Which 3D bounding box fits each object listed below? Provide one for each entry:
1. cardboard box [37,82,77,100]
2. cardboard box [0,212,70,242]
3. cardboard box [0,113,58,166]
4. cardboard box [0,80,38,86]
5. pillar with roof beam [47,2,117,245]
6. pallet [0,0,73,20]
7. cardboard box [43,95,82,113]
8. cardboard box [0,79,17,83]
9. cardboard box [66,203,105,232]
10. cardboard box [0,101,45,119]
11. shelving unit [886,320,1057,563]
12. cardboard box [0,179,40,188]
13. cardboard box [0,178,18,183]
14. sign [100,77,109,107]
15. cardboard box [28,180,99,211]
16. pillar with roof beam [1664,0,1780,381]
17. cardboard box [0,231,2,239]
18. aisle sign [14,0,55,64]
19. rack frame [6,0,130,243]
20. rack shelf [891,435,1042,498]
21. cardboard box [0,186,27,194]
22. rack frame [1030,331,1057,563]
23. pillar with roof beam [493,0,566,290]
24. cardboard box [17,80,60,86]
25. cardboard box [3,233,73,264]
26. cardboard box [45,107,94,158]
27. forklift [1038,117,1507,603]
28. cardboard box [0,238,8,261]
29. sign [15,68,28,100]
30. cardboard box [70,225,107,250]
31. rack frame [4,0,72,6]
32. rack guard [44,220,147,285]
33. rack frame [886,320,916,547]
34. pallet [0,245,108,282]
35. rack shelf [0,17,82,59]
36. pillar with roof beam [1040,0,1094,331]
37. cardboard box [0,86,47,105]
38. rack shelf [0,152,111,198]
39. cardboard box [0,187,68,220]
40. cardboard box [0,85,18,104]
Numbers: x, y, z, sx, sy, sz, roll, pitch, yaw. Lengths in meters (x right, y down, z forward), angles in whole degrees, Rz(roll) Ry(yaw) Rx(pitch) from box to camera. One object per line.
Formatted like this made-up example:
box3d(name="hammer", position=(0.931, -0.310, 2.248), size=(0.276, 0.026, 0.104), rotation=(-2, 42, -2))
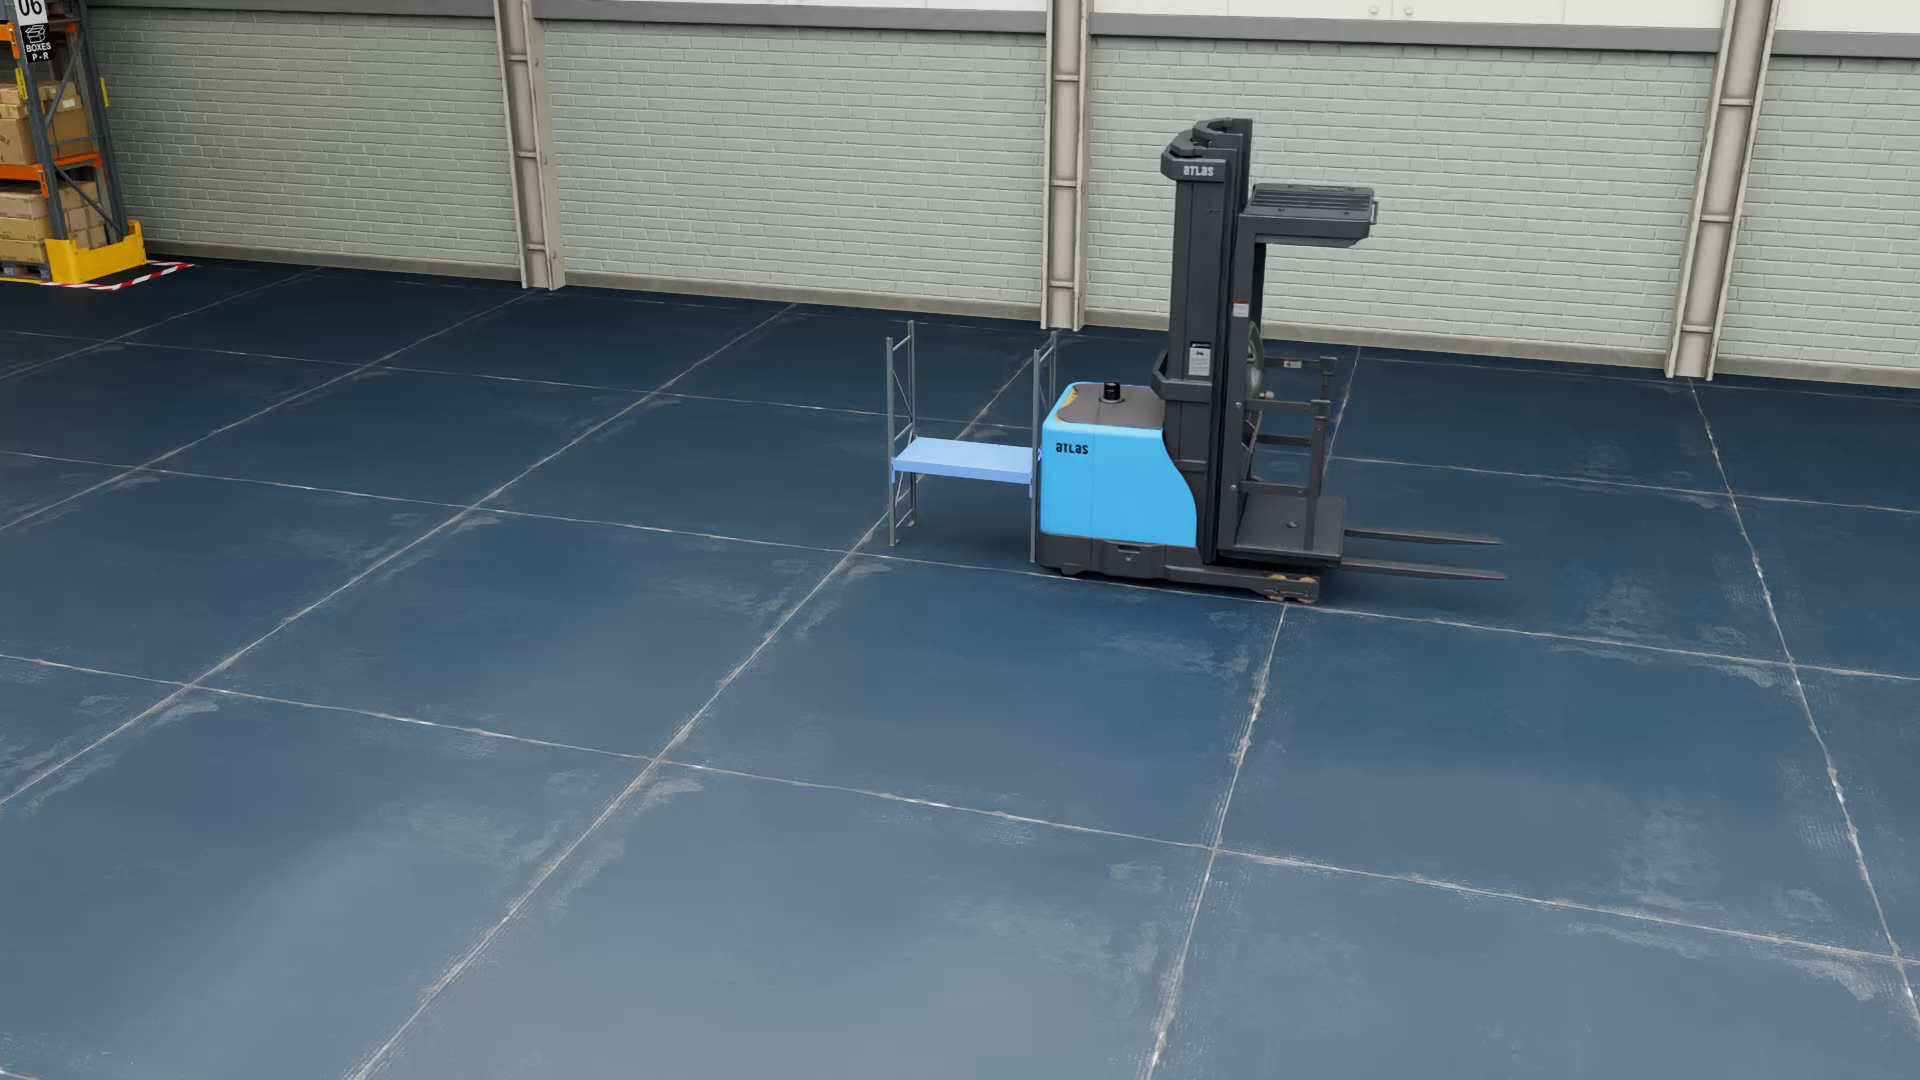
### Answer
box3d(name="cardboard box", position=(-10.283, -5.105, 18.884), size=(0.250, 0.149, 0.380), rotation=(6, 23, 14))
box3d(name="cardboard box", position=(-10.579, -3.600, 19.004), size=(0.500, 0.250, 0.500), rotation=(6, 23, 15))
box3d(name="cardboard box", position=(-10.570, -4.511, 18.684), size=(0.500, 0.500, 0.500), rotation=(6, 23, 14))
box3d(name="cardboard box", position=(-10.780, -5.170, 19.042), size=(0.250, 0.149, 0.380), rotation=(7, 23, 17))
box3d(name="pillar with roof beam", position=(-11.673, -6.122, 14.836), size=(0.400, 9.000, 9.100), rotation=(7, 23, 16))
box3d(name="pallet", position=(-10.692, -5.940, 18.463), size=(1.213, 0.211, 1.003), rotation=(7, 23, 16))
box3d(name="cardboard box", position=(-10.273, -4.984, 18.982), size=(0.250, 0.149, 0.380), rotation=(6, 23, 14))
box3d(name="cardboard box", position=(-11.013, -5.202, 19.121), size=(0.250, 0.149, 0.380), rotation=(7, 23, 16))
box3d(name="cardboard box", position=(-10.413, -3.787, 19.461), size=(0.500, 0.250, 0.500), rotation=(7, 23, 16))
box3d(name="cardboard box", position=(-10.436, -4.789, 18.506), size=(0.250, 0.149, 0.380), rotation=(7, 23, 16))
box3d(name="shelving unit", position=(0.082, -0.685, 11.463), size=(1.048, 1.500, 0.538), rotation=(7, 23, 16))
box3d(name="cardboard box", position=(-10.908, -4.066, 19.483), size=(0.500, 0.250, 0.500), rotation=(7, 23, 16))
box3d(name="cardboard box", position=(-11.383, -4.125, 19.626), size=(0.500, 0.250, 0.500), rotation=(6, 23, 15))
box3d(name="sign", position=(-9.857, -5.145, 19.114), size=(0.005, 0.325, 0.100), rotation=(7, 23, 16))
box3d(name="cardboard box", position=(-10.428, -4.013, 19.352), size=(0.500, 0.250, 0.500), rotation=(6, 23, 15))
box3d(name="pillar with roof beam", position=(5.560, -4.148, 10.026), size=(0.400, 9.000, 9.100), rotation=(7, 23, 16))
box3d(name="cardboard box", position=(-11.056, -3.659, 19.148), size=(0.500, 0.250, 0.500), rotation=(6, 23, 15))
box3d(name="aisle sign", position=(-10.045, -5.595, 18.033), size=(0.004, 0.787, 0.394), rotation=(7, 23, 16))
box3d(name="rack frame", position=(-10.023, -4.506, 18.804), size=(0.127, 3.000, 1.000), rotation=(7, 23, 16))
box3d(name="rack shelf", position=(0.082, -0.518, 11.531), size=(1.000, 0.185, 0.538), rotation=(7, 23, 16))
box3d(name="cardboard box", position=(-11.044, -3.882, 19.034), size=(0.500, 0.250, 0.500), rotation=(7, 23, 16))
box3d(name="rack frame", position=(0.568, -0.629, 11.327), size=(0.032, 1.500, 0.500), rotation=(7, 23, 16))
box3d(name="pillar with roof beam", position=(-5.928, -5.464, 13.233), size=(0.400, 9.000, 9.100), rotation=(7, 23, 16))
box3d(name="cardboard box", position=(-10.519, -5.157, 19.011), size=(0.250, 0.149, 0.380), rotation=(7, 23, 17))
box3d(name="cardboard box", position=(-10.564, -3.365, 19.092), size=(0.500, 0.250, 0.500), rotation=(7, 23, 16))
box3d(name="cardboard box", position=(-10.417, -4.708, 19.163), size=(0.500, 0.500, 0.500), rotation=(7, 23, 17))
box3d(name="forklift", position=(2.099, -1.169, 10.758), size=(3.031, 2.935, 1.130), rotation=(5, 23, 13))
box3d(name="cardboard box", position=(-11.037, -3.423, 19.233), size=(0.500, 0.250, 0.500), rotation=(7, 23, 15))
box3d(name="sign", position=(-10.193, -4.956, 18.062), size=(0.005, 0.325, 0.100), rotation=(7, 23, 16))
box3d(name="cardboard box", position=(-10.437, -3.554, 19.550), size=(0.500, 0.250, 0.500), rotation=(7, 23, 16))
box3d(name="rack frame", position=(-10.023, -7.282, 17.665), size=(0.127, 3.000, 1.000), rotation=(7, 23, 16))
box3d(name="rack guard", position=(-10.000, -3.347, 19.272), size=(0.348, 0.500, 1.175), rotation=(7, 23, 16))
box3d(name="rack frame", position=(-0.405, -0.740, 11.598), size=(0.032, 1.500, 0.500), rotation=(7, 23, 16))
box3d(name="pallet", position=(-10.767, -3.285, 19.500), size=(1.213, 0.211, 1.003), rotation=(7, 23, 16))
box3d(name="rack shelf", position=(-11.938, -5.781, 18.905), size=(4.000, 0.370, 1.077), rotation=(7, 23, 16))
box3d(name="pillar with roof beam", position=(-0.184, -4.806, 11.629), size=(0.400, 9.000, 9.100), rotation=(7, 23, 16))
box3d(name="cardboard box", position=(-10.427, -4.953, 18.514), size=(0.250, 0.149, 0.380), rotation=(7, 23, 16))
box3d(name="rack shelf", position=(-11.938, -4.393, 19.475), size=(4.000, 0.370, 1.077), rotation=(7, 23, 16))
box3d(name="cardboard box", position=(-10.554, -3.828, 18.903), size=(0.500, 0.250, 0.500), rotation=(7, 23, 17))
box3d(name="cardboard box", position=(-10.672, -4.969, 18.553), size=(0.250, 0.149, 0.380), rotation=(7, 23, 16))
